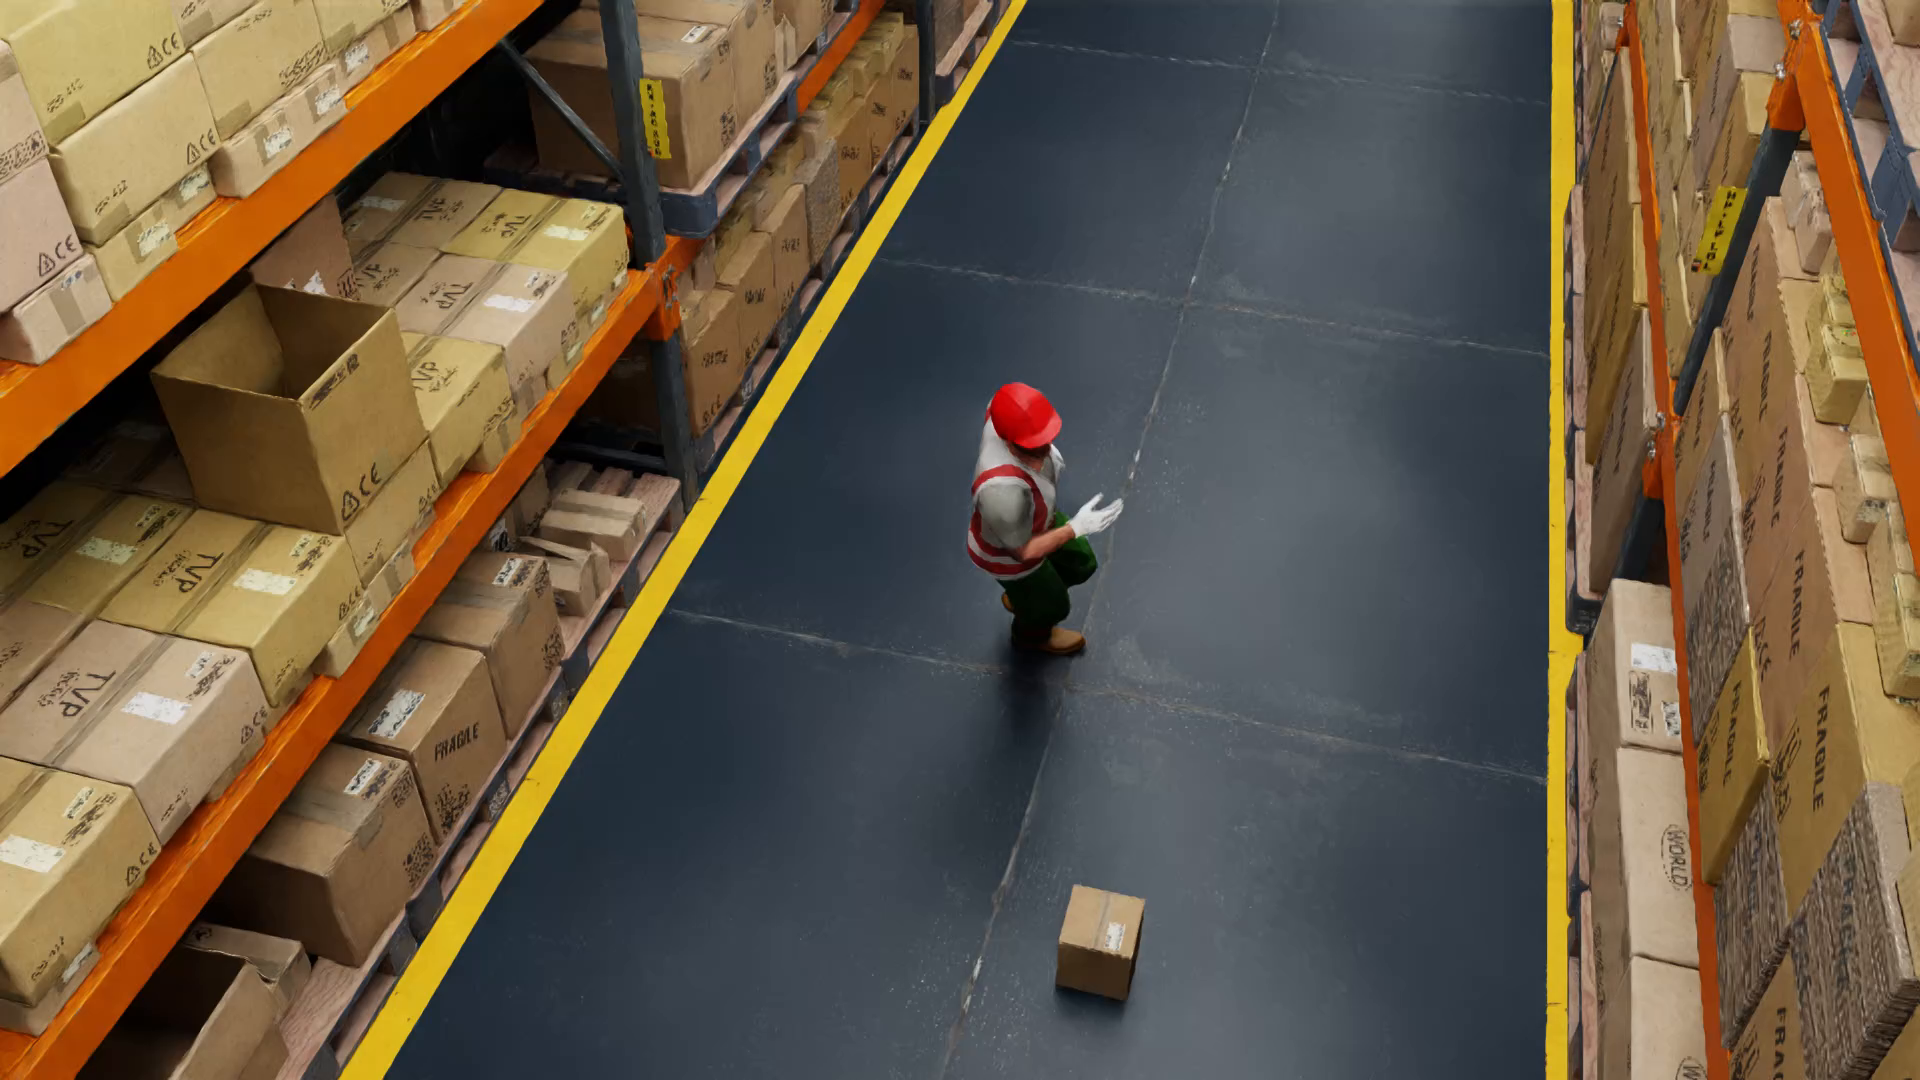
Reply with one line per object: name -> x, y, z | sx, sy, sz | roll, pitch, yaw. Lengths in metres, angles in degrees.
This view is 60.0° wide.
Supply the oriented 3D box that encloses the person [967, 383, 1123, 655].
person -> 0.336, -0.053, 6.300 | 0.565, 1.662, 0.922 | 7, 41, 8
